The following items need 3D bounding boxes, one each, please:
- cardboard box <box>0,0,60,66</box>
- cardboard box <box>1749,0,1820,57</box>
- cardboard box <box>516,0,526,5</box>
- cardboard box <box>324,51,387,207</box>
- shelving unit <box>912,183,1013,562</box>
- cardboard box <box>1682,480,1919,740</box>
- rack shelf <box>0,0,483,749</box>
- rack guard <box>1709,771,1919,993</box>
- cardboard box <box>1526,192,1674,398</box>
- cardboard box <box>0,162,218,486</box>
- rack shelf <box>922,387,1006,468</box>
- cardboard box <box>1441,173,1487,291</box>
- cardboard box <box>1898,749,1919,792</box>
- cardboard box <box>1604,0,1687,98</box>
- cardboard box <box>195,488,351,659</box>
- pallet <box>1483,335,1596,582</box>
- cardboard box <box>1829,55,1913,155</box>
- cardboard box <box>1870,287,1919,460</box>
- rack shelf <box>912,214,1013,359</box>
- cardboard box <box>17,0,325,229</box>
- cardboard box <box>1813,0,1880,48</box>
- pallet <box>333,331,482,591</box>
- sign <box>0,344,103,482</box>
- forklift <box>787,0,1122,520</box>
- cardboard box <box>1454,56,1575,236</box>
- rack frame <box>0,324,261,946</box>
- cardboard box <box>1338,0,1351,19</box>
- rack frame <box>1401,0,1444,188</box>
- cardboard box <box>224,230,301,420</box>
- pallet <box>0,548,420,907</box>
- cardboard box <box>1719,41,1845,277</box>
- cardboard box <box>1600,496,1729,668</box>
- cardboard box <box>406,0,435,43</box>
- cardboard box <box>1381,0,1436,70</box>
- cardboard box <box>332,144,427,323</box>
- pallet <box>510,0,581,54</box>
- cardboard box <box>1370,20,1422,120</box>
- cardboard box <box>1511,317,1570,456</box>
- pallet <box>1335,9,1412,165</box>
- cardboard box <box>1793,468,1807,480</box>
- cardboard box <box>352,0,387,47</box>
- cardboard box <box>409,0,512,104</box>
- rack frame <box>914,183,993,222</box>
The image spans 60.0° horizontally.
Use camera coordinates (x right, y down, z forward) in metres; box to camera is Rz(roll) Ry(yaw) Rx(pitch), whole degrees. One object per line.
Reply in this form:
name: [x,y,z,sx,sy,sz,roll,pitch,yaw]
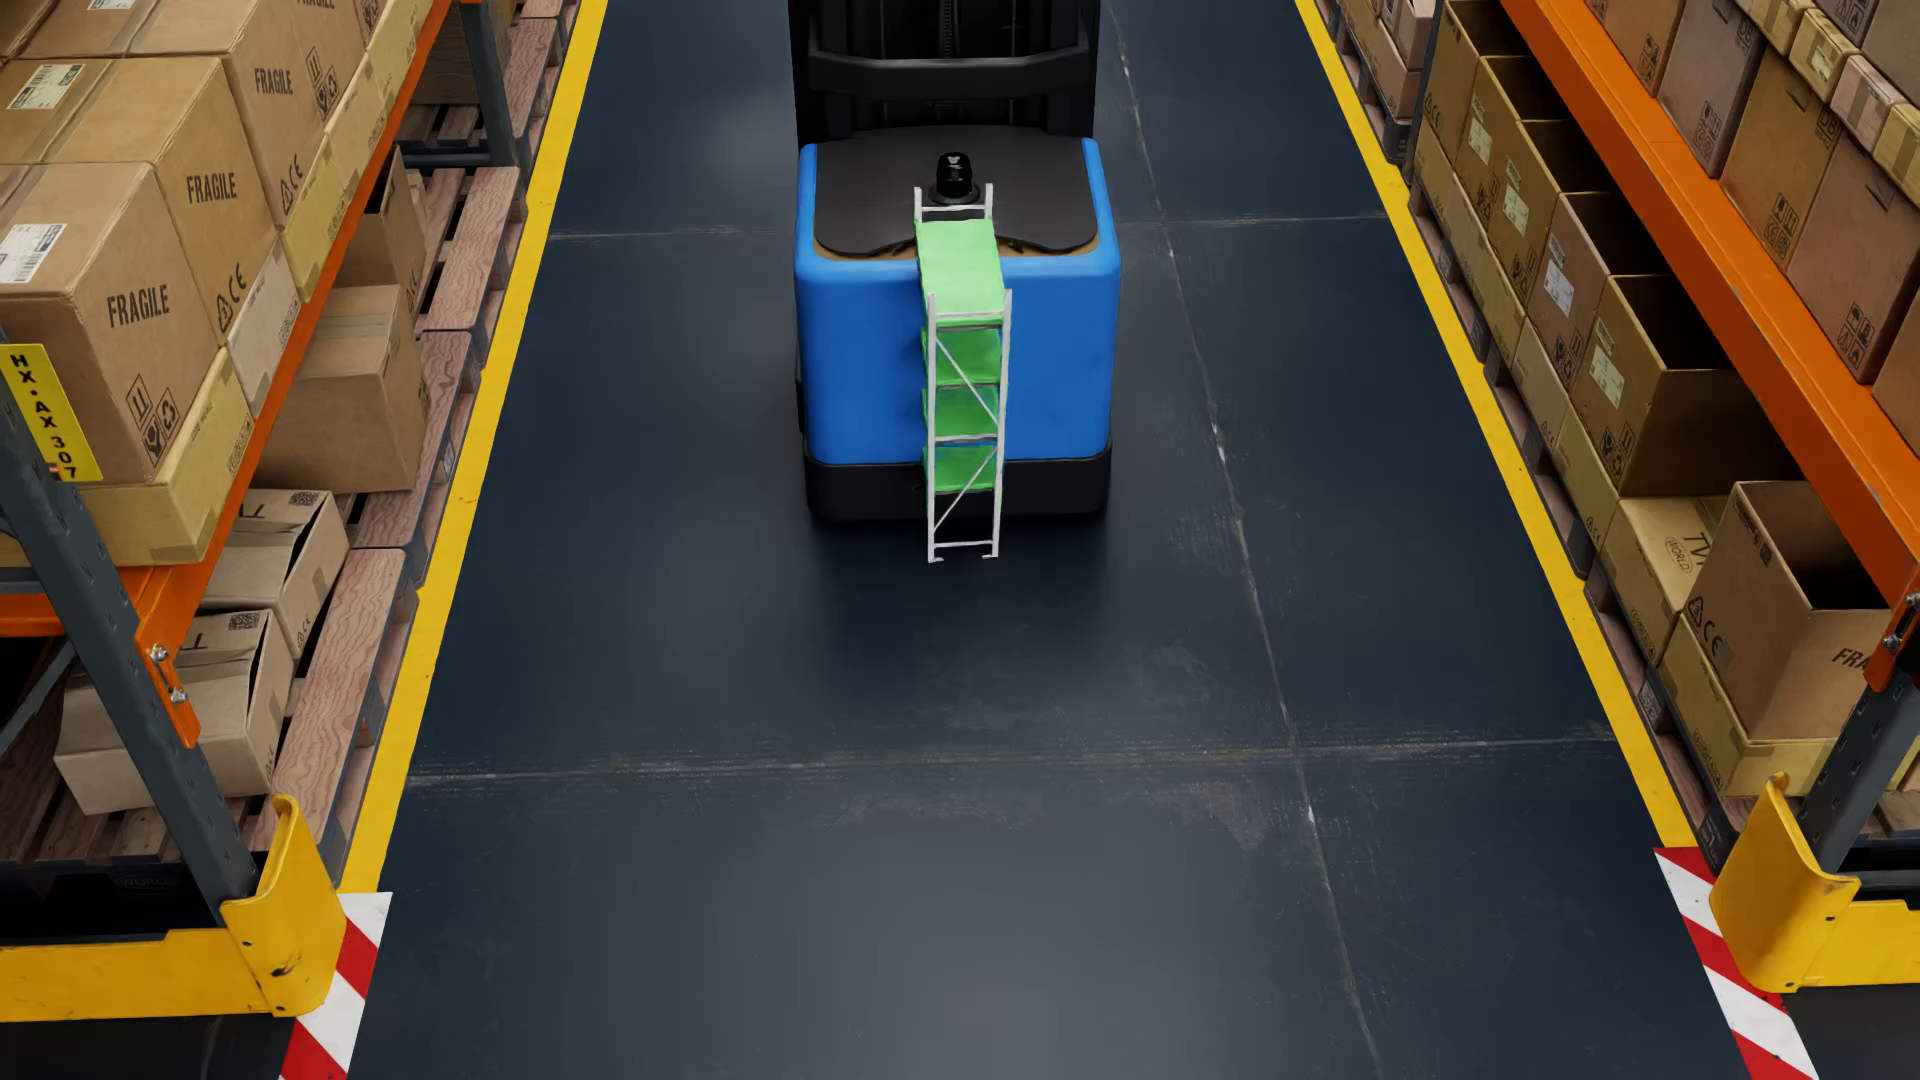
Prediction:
cardboard box: [-2.540,-1.131,4.305,0.500,0.500,0.500,-3,43,-3]
cardboard box: [2.416,-1.449,4.557,0.380,0.149,0.250,-1,43,-1]
cardboard box: [-2.541,-3.032,8.362,0.700,0.500,0.500,-1,43,-1]
cardboard box: [-2.045,-1.228,4.966,0.500,0.250,0.500,-1,43,-1]
shelving unit: [-0.005,-0.508,5.383,0.258,1.200,0.503,-4,50,-4]
cardboard box: [2.359,0.183,4.500,0.500,0.500,0.500,-2,43,-2]
rack shelf: [-2.355,-0.987,5.139,1.077,0.370,4.000,-2,43,-2]
rack guard: [2.680,0.891,4.407,1.175,0.500,0.348,-2,43,-2]
cardboard box: [2.282,-0.830,5.604,0.500,0.500,0.500,-2,43,-2]
cardboard box: [-1.990,-0.461,3.574,0.500,0.500,0.500,-2,43,-2]
rack shelf: [-0.006,-0.466,5.432,0.258,0.148,0.480,-4,50,-4]
cardboard box: [2.242,-1.228,6.594,0.500,0.250,0.500,-2,43,-2]
cardboard box: [2.878,0.444,4.770,0.500,0.250,0.500,-2,43,-2]
cardboard box: [2.580,-1.789,5.408,0.700,0.500,0.500,-1,43,-1]
cardboard box: [-2.234,0.073,5.115,0.500,0.311,0.500,2,43,2]
pallet: [2.556,-0.355,5.981,1.003,0.211,1.213,-2,43,-2]
cardboard box: [2.440,-1.094,4.169,0.380,0.149,0.250,-1,43,-1]
cardboard box: [2.672,-0.399,3.891,0.700,0.500,0.500,-2,43,-2]
rack shelf: [0.002,-0.777,5.066,0.258,0.148,0.480,-4,50,-4]
cardboard box: [-2.017,-1.144,4.319,0.500,0.500,0.500,-3,43,-3]
cardboard box: [2.620,-1.608,4.250,0.700,0.500,0.500,-1,43,-2]
pallet: [-2.321,-0.296,5.917,1.003,0.211,1.213,-2,43,-2]
sign: [-1.728,-0.236,3.147,0.100,0.325,0.005,-2,43,-2]
forklift: [-0.066,-2.130,5.904,1.130,2.935,3.031,-2,43,-2]
cardboard box: [2.245,-1.505,6.341,0.500,0.500,0.500,-2,43,-2]
rack frame: [-2.270,0.098,3.423,1.000,3.000,0.127,-2,43,-2]
cardboard box: [2.160,-2.846,8.359,0.500,0.250,0.500,-1,43,-1]
rack frame: [2.509,-2.747,6.527,1.000,3.000,0.127,-2,43,-2]
cardboard box: [-2.010,-0.542,4.218,0.500,0.250,0.500,-3,43,-3]
pallet: [-2.273,0.526,5.020,1.003,0.211,1.213,-2,43,-2]
cardboard box: [2.629,-1.088,4.643,0.700,0.500,0.500,-1,43,-2]
cardboard box: [2.328,0.122,5.121,0.500,0.250,0.500,-2,43,-2]
cardboard box: [-2.104,-1.906,5.706,0.500,0.250,0.500,-1,43,-2]
cardboard box: [2.205,-2.360,7.414,0.500,0.311,0.500,-2,43,-2]
cardboard box: [-2.356,-1.143,6.302,0.500,0.500,0.500,-5,43,-5]
pallet: [-2.529,-2.925,8.785,1.003,0.211,1.213,-2,43,-2]
cardboard box: [2.202,-2.159,7.610,0.500,0.250,0.500,-2,43,-2]
cardboard box: [2.285,-0.553,5.858,0.500,0.250,0.500,-2,43,-2]
pallet: [2.439,-2.215,8.010,1.003,0.211,1.213,-2,43,-2]
cardboard box: [2.855,-0.170,4.884,0.500,0.500,0.500,-2,43,-2]
cardboard box: [-2.073,-1.843,5.082,0.500,0.500,0.500,-3,43,-3]
cardboard box: [-2.488,-2.339,7.606,0.700,0.500,0.500,0,43,0]
rack frame: [-0.030,-0.693,5.540,0.240,1.200,0.015,-4,50,-4]
